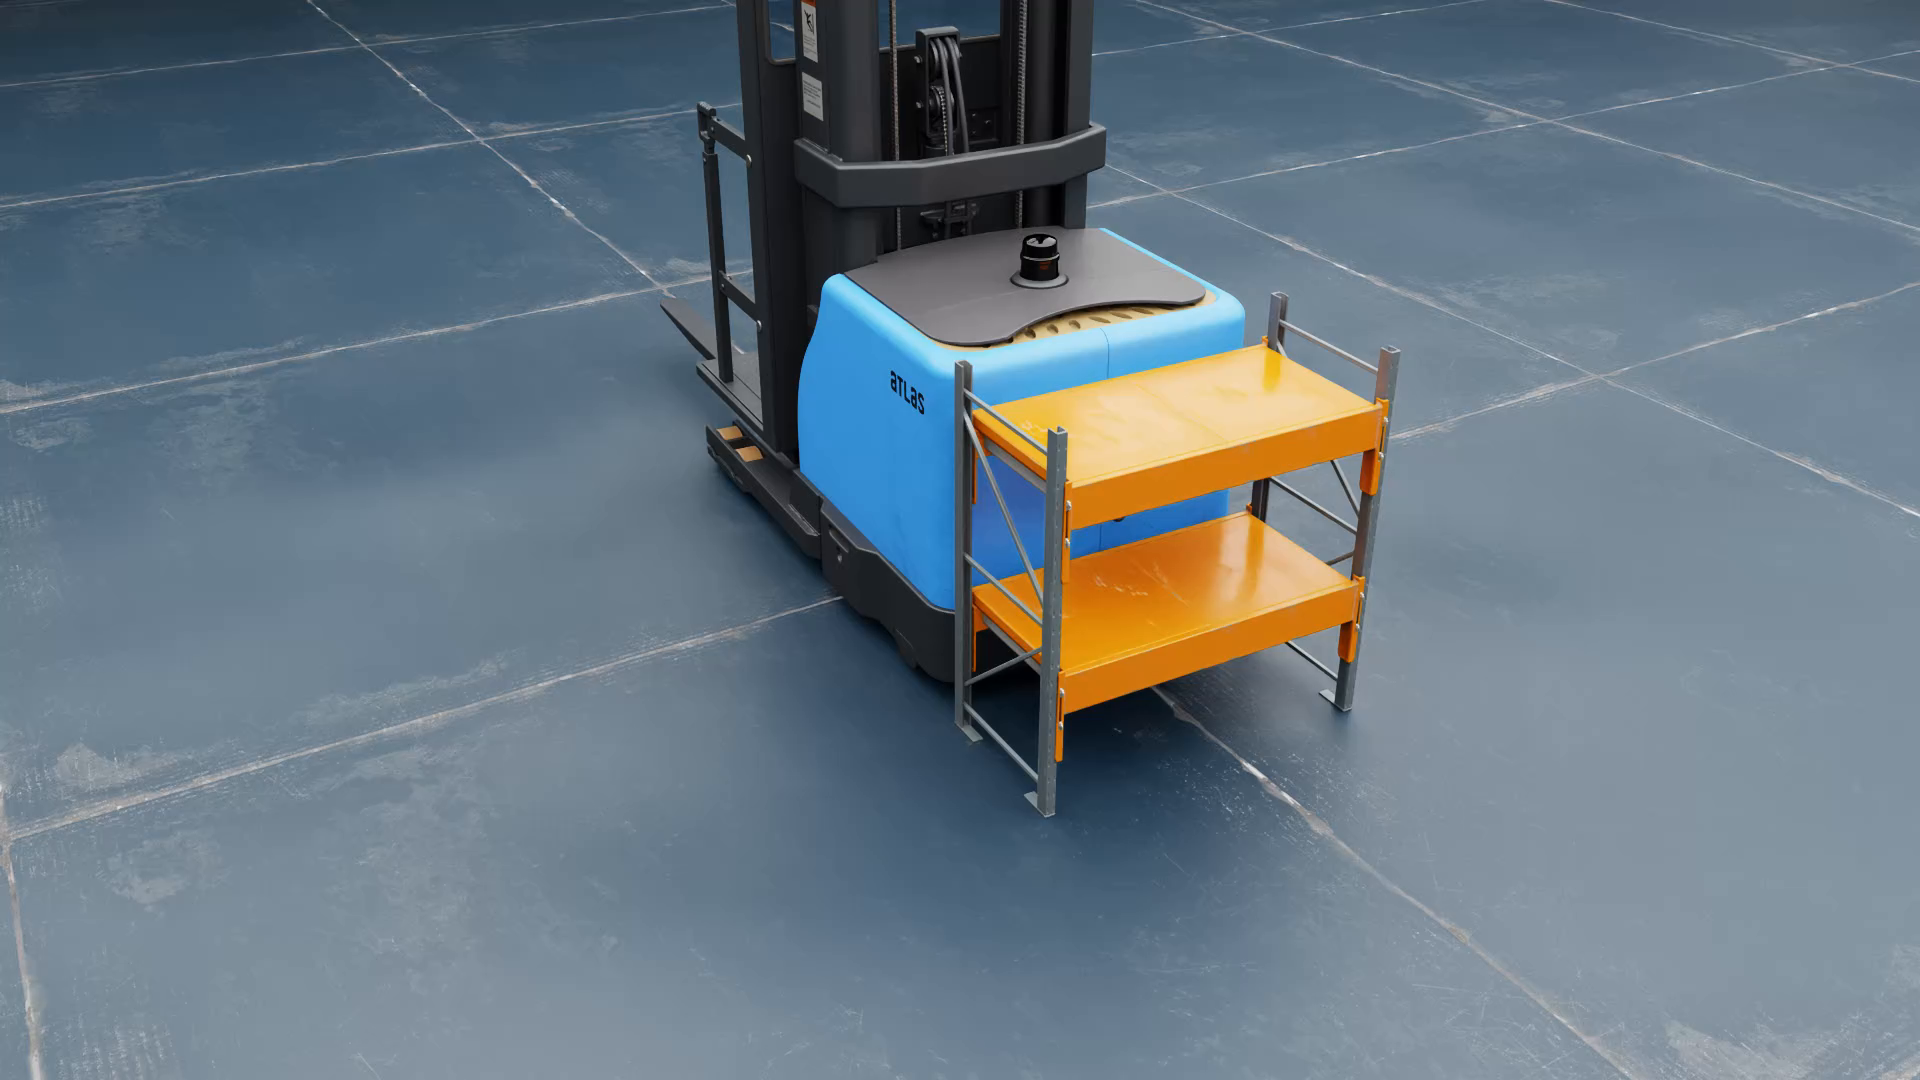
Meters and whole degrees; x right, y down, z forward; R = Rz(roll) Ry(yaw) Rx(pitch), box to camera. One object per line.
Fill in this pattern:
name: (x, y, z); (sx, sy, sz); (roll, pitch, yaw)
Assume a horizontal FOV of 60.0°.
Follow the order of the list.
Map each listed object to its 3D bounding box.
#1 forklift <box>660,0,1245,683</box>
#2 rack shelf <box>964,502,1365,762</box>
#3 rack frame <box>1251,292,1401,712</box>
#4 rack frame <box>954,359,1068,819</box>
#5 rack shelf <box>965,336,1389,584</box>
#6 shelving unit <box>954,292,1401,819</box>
forklift: (-0.289, -1.549, 5.524); (1.130, 2.935, 3.031); (-14, 32, -24)
rack shelf: (0.564, 0.233, 4.670); (1.000, 0.278, 0.538); (-15, 32, -25)
rack frame: (1.009, -0.100, 4.767); (0.032, 1.125, 0.500); (-15, 32, -25)
rack frame: (0.119, 0.138, 4.336); (0.032, 1.125, 0.500); (-15, 32, -25)
rack shelf: (0.564, -0.237, 4.410); (1.000, 0.278, 0.538); (-15, 32, -25)
shelving unit: (0.564, 0.019, 4.552); (1.048, 1.125, 0.538); (-15, 32, -25)
